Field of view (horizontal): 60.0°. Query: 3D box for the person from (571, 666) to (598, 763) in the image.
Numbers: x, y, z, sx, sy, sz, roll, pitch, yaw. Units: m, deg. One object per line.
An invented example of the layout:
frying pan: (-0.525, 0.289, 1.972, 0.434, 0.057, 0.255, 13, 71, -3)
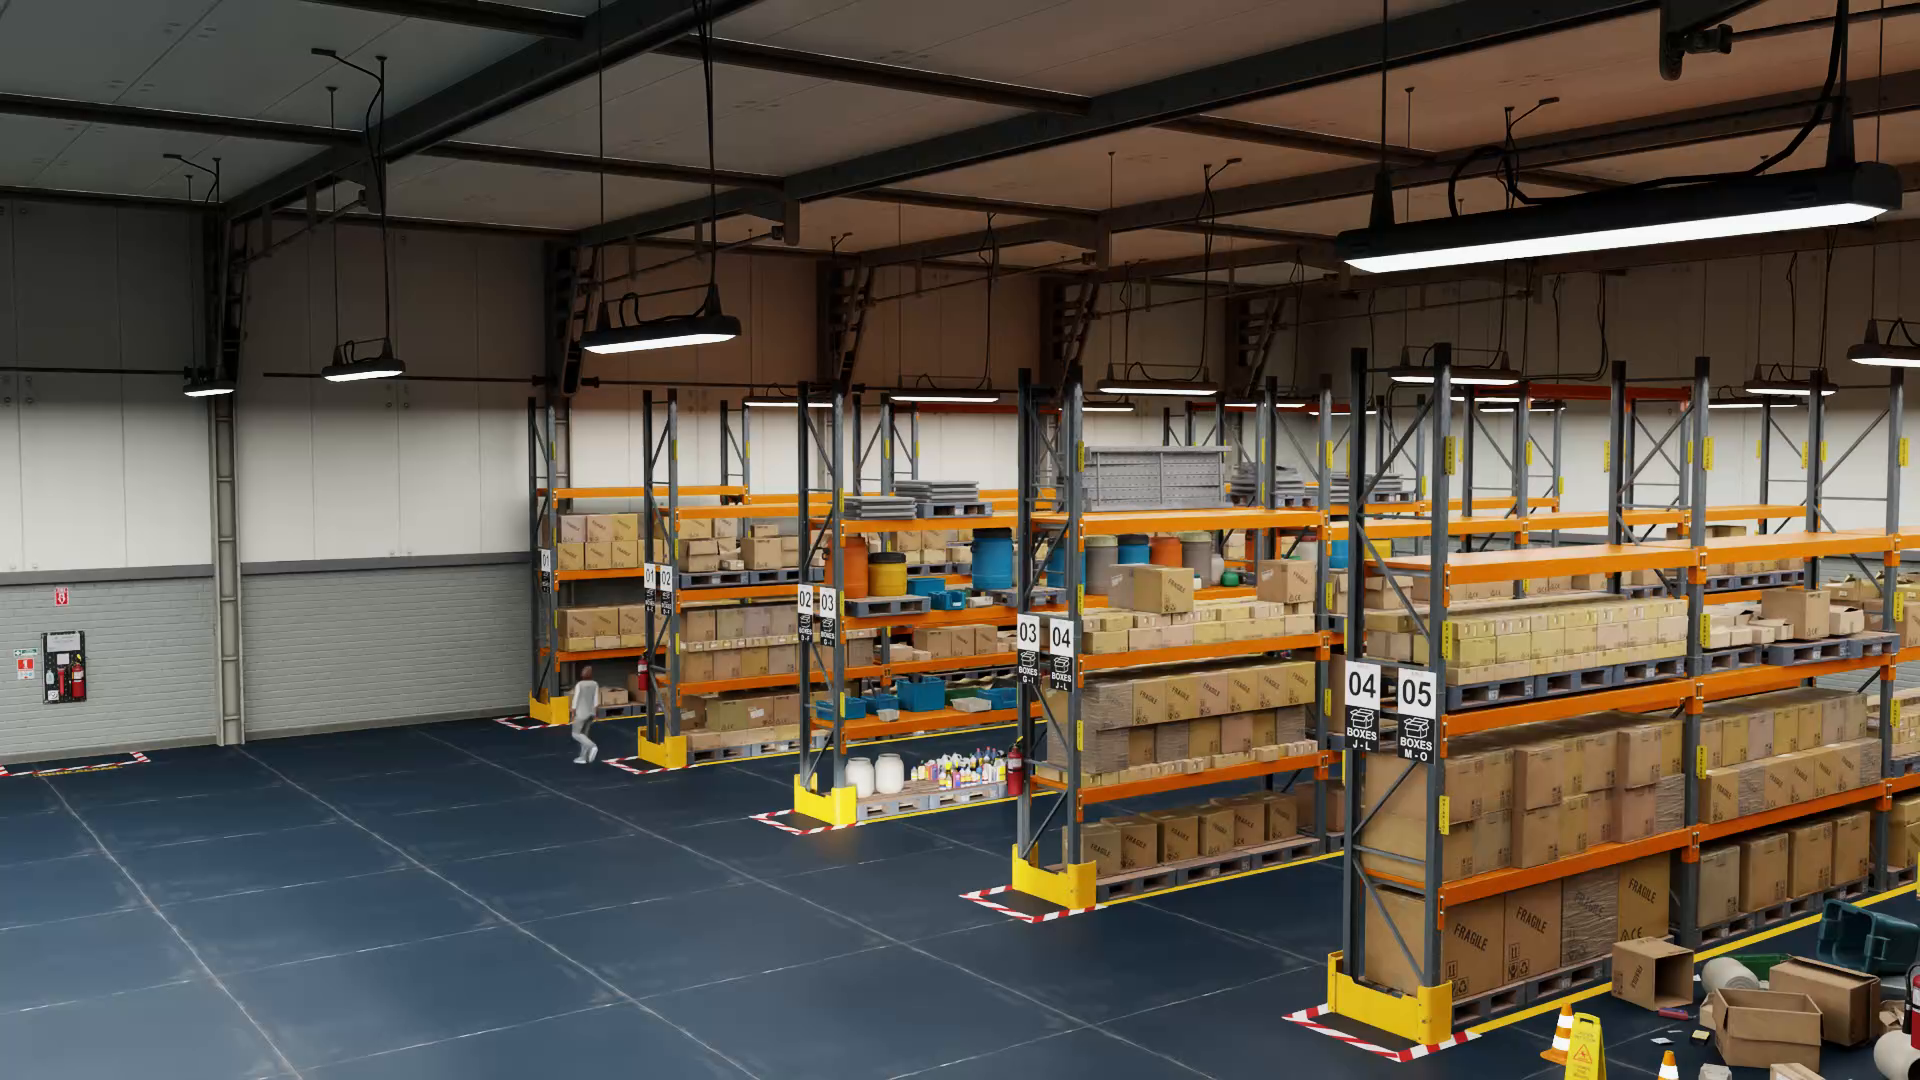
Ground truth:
person: (-5.966, 2.797, 26.561, 0.581, 1.589, 0.380, 2, 4, 26)
